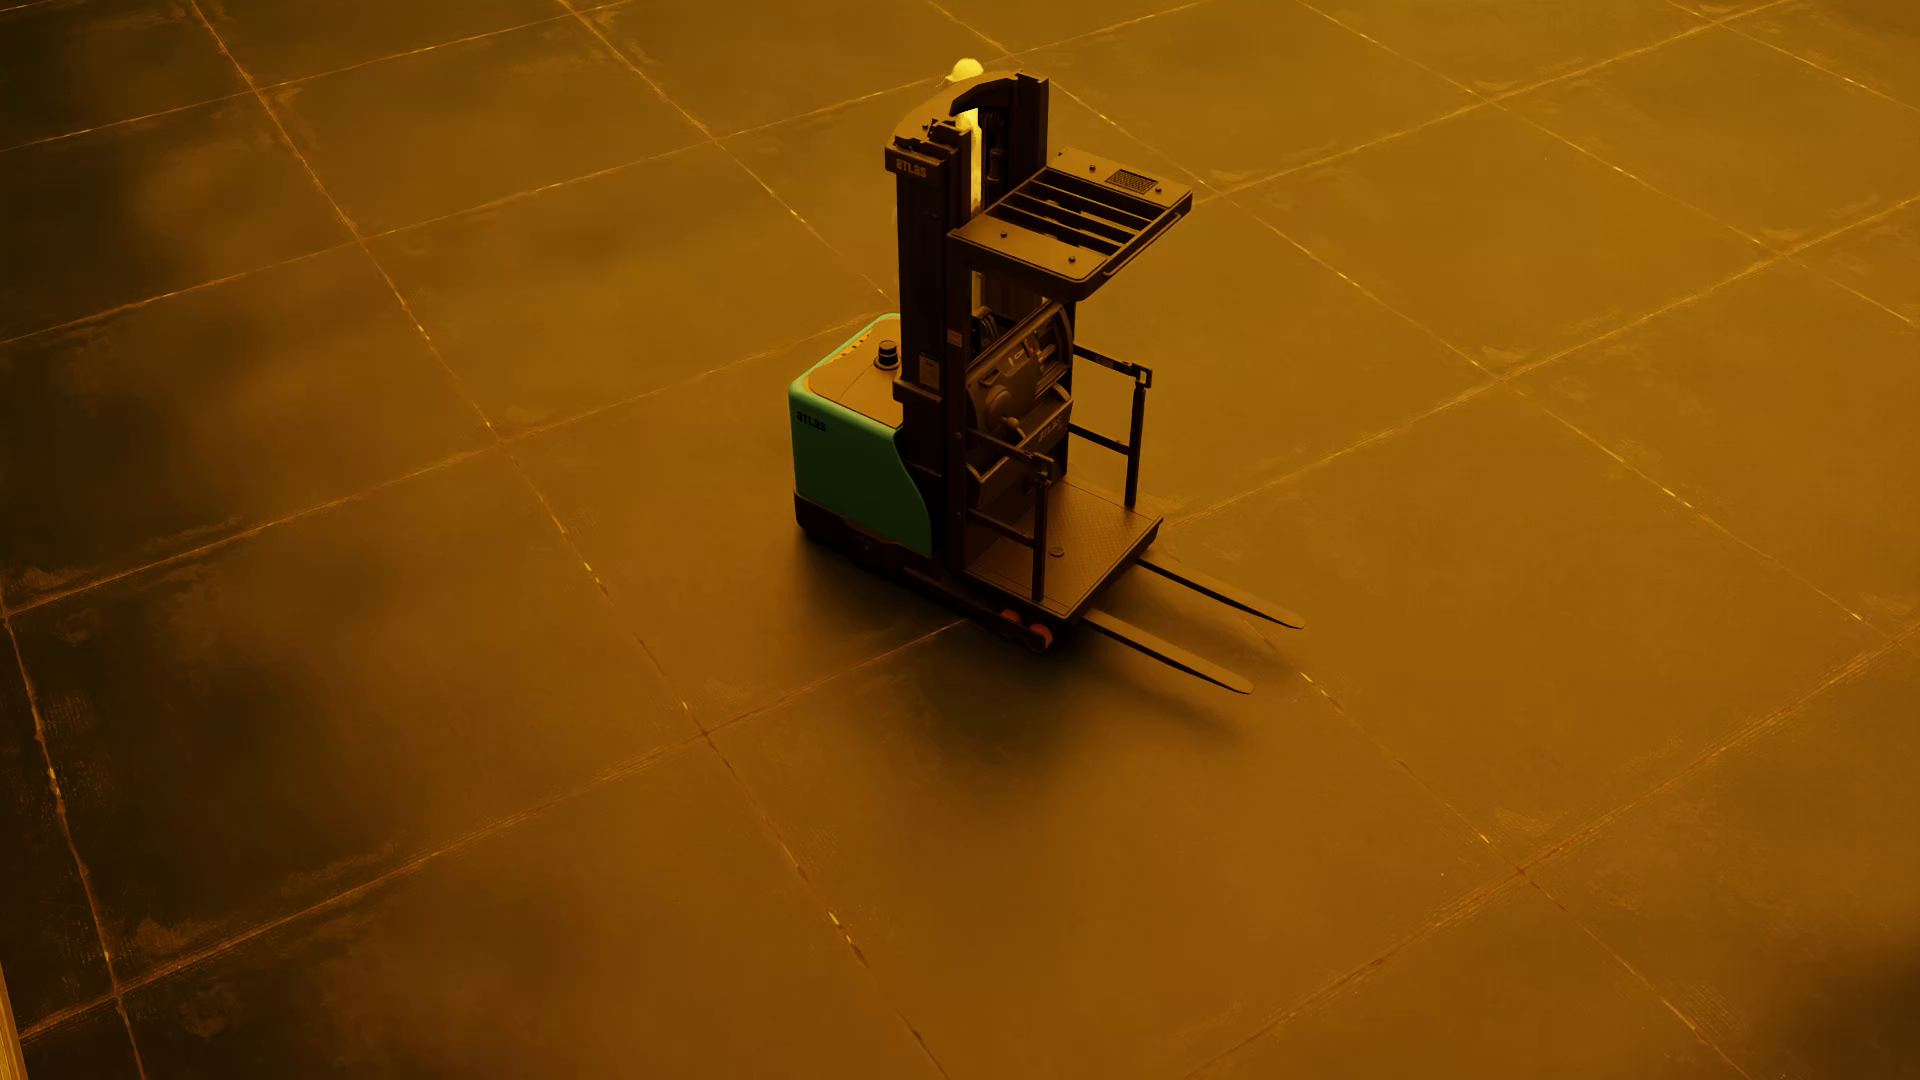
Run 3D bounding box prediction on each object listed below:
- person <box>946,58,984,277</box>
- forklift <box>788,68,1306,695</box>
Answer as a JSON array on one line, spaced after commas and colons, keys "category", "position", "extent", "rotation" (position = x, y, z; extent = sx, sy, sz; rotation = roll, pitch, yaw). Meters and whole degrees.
[{"category": "person", "position": [0.068, -2.505, 11.626], "extent": [0.383, 1.767, 0.808], "rotation": [23, 46, 24]}, {"category": "forklift", "position": [0.496, -0.872, 8.869], "extent": [3.031, 2.935, 1.130], "rotation": [25, 47, 26]}]
